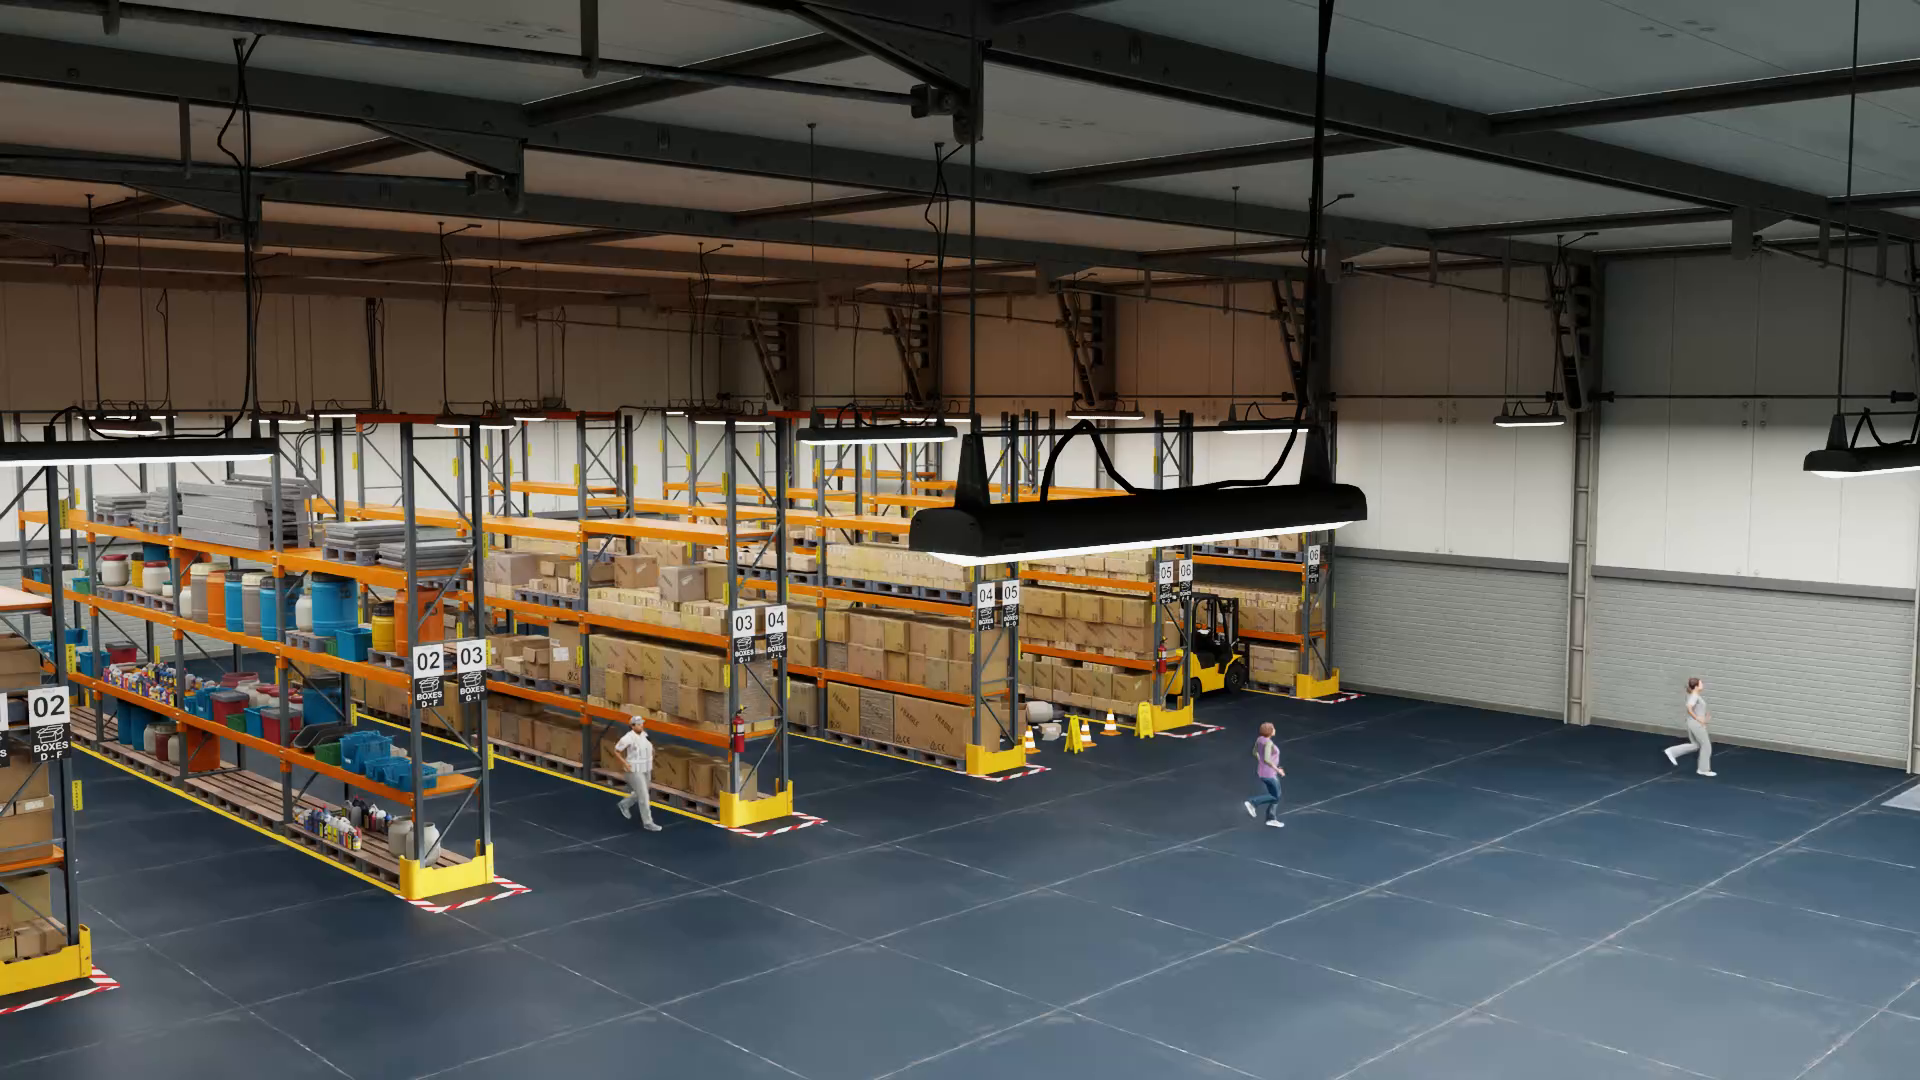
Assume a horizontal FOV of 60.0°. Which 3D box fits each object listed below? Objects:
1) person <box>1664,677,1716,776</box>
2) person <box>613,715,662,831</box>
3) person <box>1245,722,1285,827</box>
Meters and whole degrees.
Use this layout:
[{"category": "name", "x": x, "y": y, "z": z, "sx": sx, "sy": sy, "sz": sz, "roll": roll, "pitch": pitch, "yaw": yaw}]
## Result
[{"category": "person", "x": 12.224, "y": 3.111, "z": 27.760, "sx": 0.818, "sy": 1.660, "sz": 0.566, "roll": 1, "pitch": 5, "yaw": 13}, {"category": "person", "x": -4.715, "y": 3.380, "z": 24.336, "sx": 0.918, "sy": 1.645, "sz": 0.614, "roll": 3, "pitch": 6, "yaw": 29}, {"category": "person", "x": 4.463, "y": 3.448, "z": 24.424, "sx": 0.623, "sy": 1.564, "sz": 0.545, "roll": -1, "pitch": 5, "yaw": -7}]
